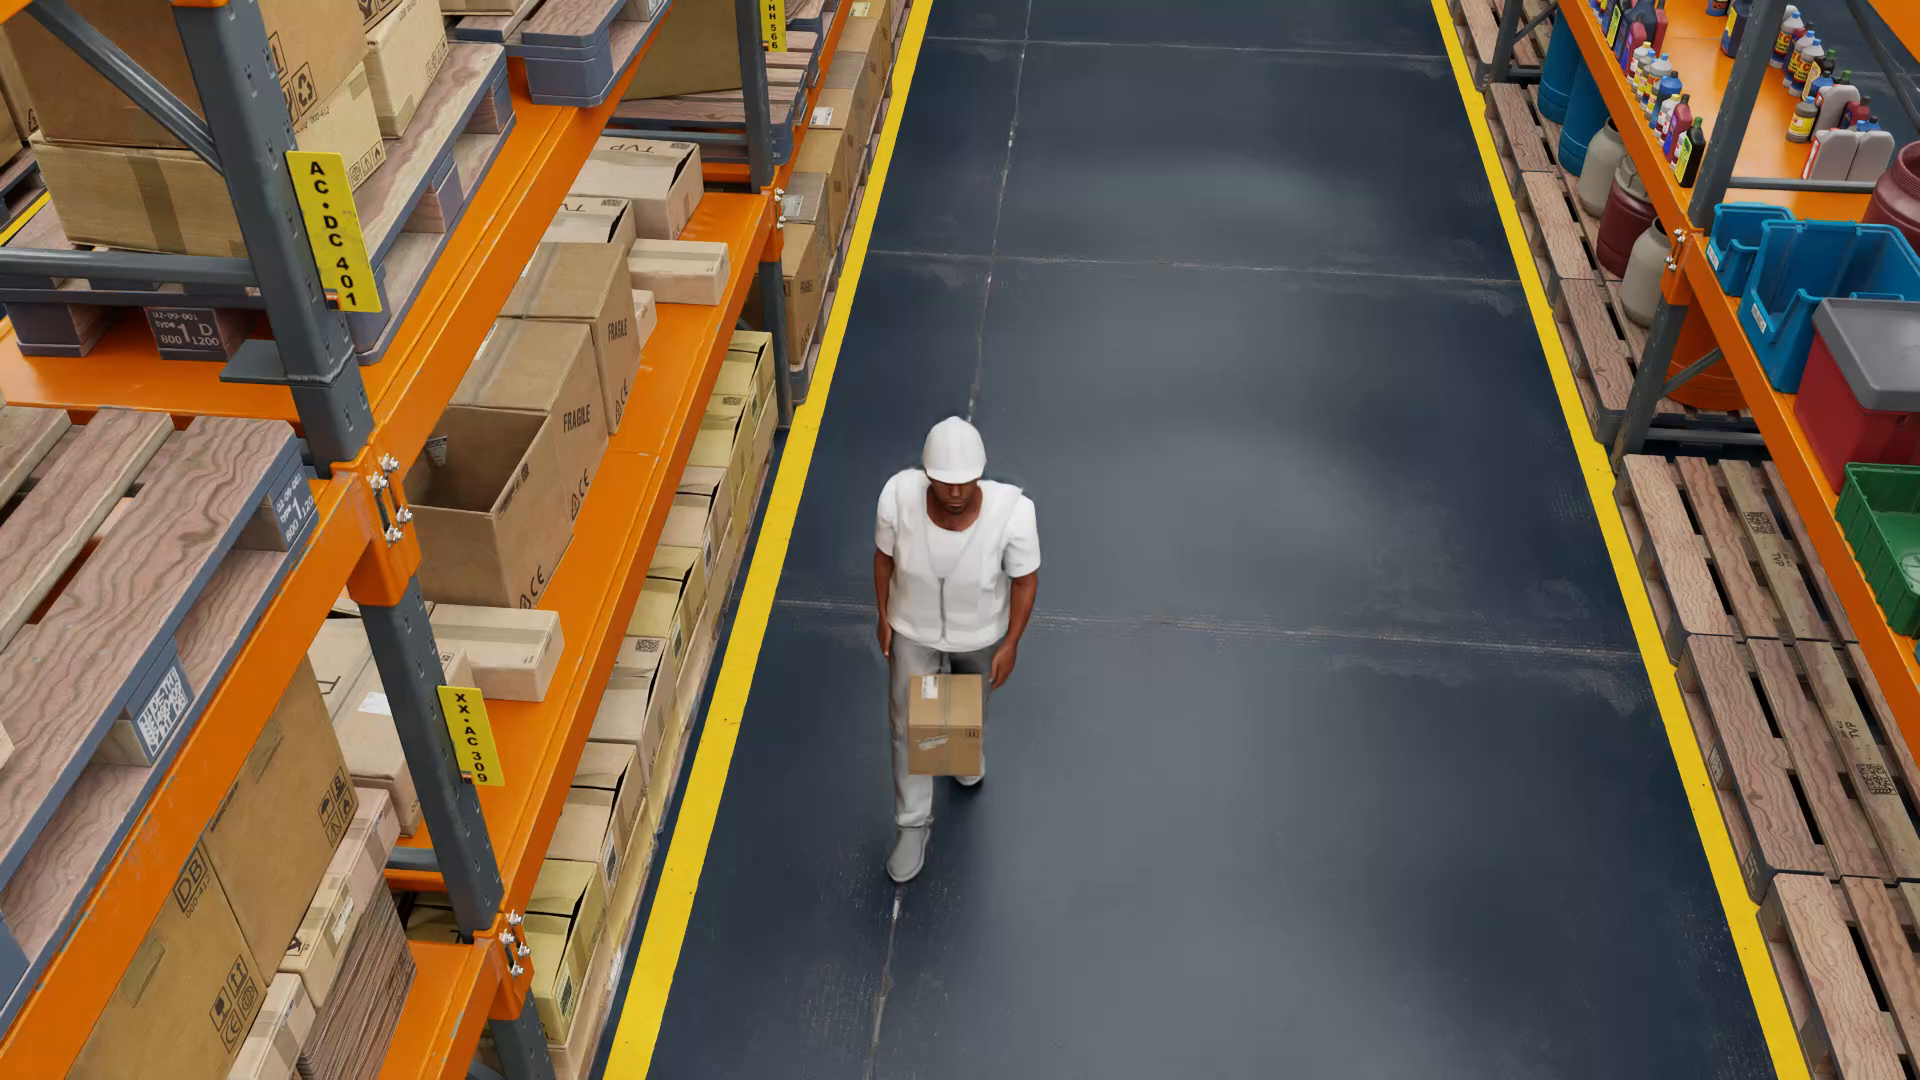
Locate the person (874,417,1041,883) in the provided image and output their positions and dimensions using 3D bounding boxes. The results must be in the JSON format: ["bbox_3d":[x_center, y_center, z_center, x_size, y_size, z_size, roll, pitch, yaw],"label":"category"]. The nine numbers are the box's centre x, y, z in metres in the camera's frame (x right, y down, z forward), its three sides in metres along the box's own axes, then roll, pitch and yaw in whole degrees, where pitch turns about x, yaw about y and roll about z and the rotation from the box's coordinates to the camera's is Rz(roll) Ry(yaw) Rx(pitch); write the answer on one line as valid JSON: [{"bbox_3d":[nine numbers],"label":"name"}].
[{"bbox_3d":[-0.022,0.344,5.712,0.572,1.741,0.834,3,40,4],"label":"person"}]
